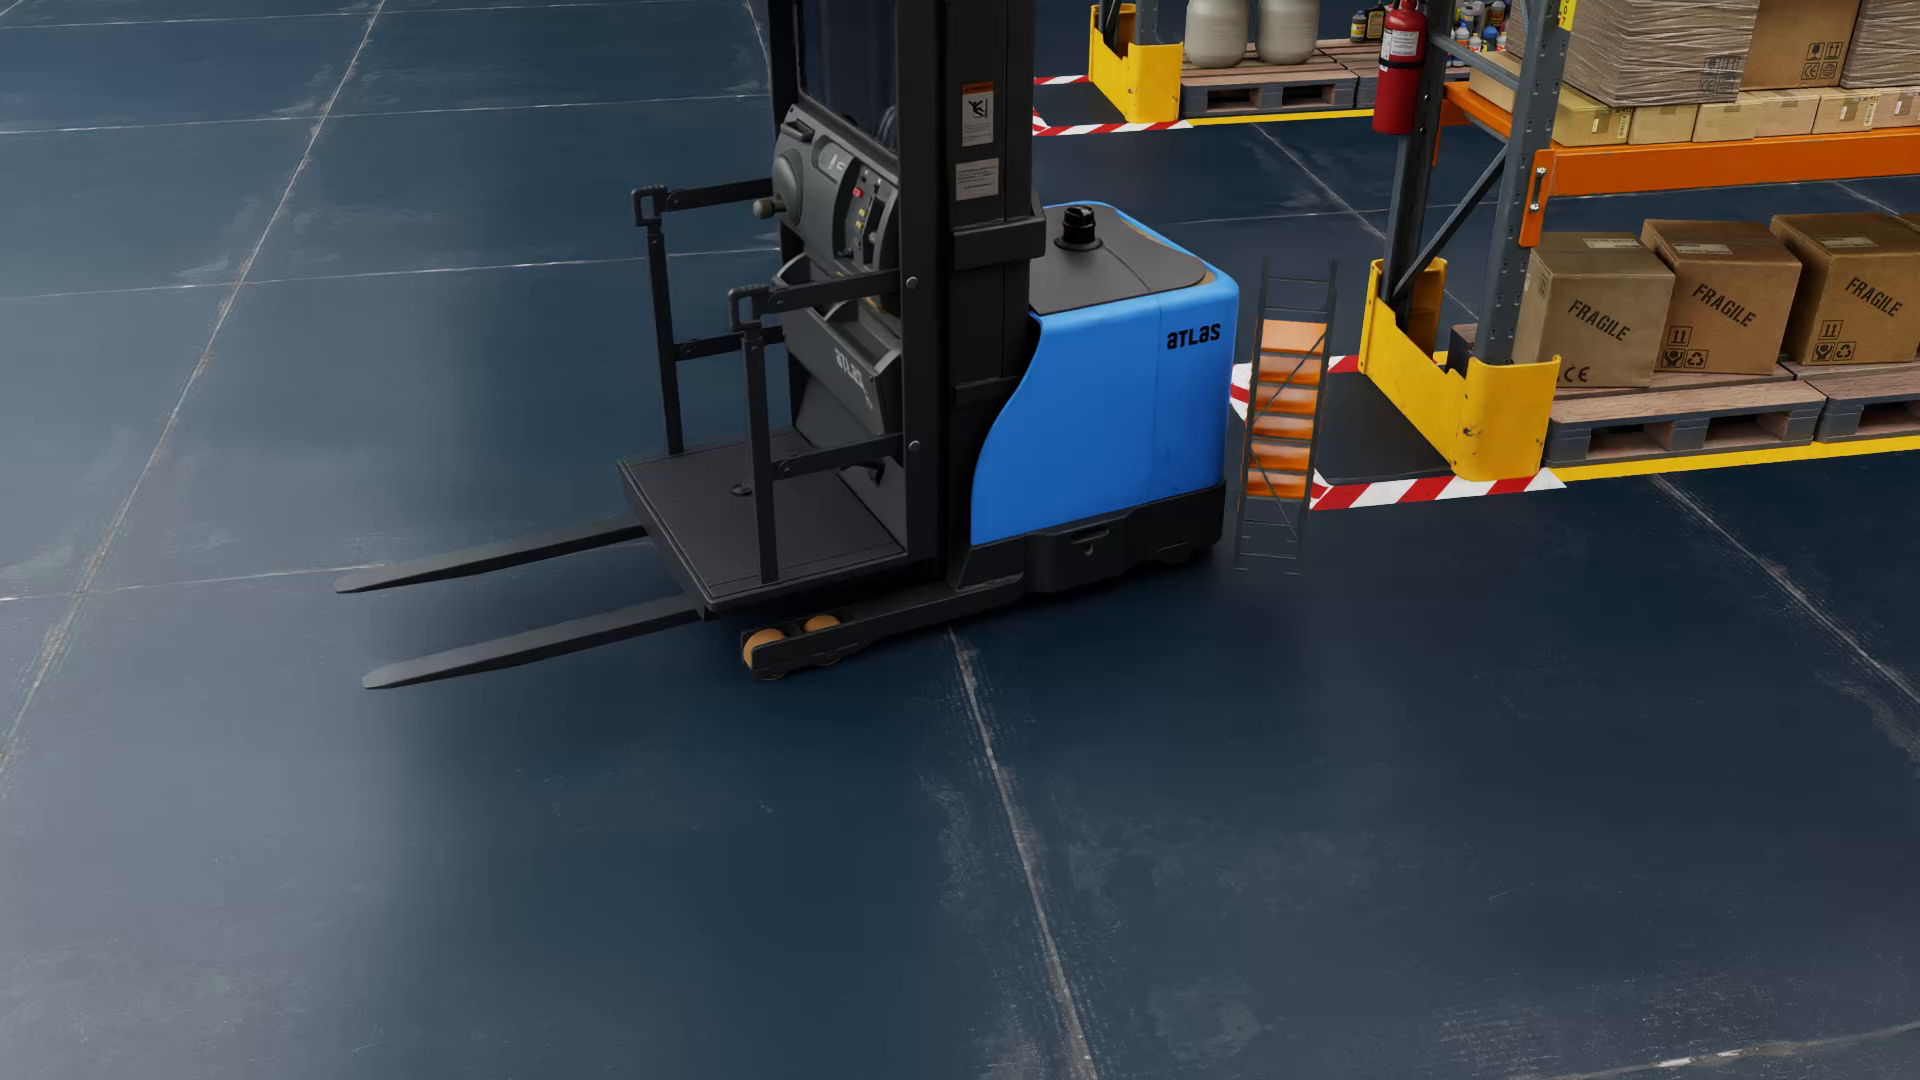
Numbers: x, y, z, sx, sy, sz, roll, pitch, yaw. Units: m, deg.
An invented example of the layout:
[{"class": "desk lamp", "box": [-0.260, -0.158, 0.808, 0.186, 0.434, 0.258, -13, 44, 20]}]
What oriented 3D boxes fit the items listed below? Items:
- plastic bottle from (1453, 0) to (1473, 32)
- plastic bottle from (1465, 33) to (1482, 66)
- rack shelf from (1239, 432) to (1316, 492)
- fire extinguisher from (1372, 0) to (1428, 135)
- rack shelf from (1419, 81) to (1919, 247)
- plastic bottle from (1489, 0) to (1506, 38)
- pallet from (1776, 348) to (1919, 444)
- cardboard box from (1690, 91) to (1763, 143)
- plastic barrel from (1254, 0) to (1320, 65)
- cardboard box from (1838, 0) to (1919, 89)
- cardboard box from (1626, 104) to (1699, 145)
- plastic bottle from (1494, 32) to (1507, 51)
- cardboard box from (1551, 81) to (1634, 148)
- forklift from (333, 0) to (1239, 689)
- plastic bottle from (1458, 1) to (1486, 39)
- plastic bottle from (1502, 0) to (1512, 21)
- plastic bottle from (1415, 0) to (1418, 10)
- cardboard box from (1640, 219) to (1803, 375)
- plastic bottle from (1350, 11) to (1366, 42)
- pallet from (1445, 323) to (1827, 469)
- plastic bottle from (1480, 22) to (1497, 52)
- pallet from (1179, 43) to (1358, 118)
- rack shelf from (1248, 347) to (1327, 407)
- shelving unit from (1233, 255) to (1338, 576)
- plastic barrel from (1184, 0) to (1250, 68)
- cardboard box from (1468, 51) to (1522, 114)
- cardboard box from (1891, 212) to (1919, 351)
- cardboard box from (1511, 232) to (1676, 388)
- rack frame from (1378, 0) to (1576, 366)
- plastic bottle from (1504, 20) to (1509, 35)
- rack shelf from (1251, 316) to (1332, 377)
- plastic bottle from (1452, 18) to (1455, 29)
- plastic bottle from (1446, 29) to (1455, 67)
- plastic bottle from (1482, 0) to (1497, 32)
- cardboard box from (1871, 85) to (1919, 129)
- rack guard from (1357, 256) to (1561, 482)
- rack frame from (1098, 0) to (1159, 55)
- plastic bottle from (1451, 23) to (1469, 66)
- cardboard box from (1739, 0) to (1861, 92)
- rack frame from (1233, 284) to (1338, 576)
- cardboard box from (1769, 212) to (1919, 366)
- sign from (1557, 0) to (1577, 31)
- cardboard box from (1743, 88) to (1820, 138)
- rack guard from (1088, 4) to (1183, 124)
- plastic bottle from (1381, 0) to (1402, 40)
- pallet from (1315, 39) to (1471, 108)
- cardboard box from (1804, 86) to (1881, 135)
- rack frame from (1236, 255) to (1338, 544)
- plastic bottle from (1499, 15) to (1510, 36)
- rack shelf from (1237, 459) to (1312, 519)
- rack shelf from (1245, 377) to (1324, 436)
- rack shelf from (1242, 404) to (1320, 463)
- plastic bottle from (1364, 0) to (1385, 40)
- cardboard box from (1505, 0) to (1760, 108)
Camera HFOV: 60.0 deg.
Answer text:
[{"class": "plastic bottle", "box": [3.572, -3.780, 11.898, 0.185, 0.351, 0.144, -6, 31, -9]}, {"class": "plastic bottle", "box": [3.483, -3.333, 11.285, 0.097, 0.201, 0.097, 0, 30, 0]}, {"class": "rack shelf", "box": [1.117, -0.275, 5.837, 0.258, 0.103, 0.180, 5, 40, 9]}, {"class": "fire extinguisher", "box": [1.807, -2.006, 6.779, 0.183, 0.674, 0.296, -5, 31, -9]}, {"class": "rack shelf", "box": [3.970, -1.693, 6.879, 4.000, 0.370, 1.077, -5, 31, -9]}, {"class": "plastic bottle", "box": [3.853, -3.752, 11.930, 0.097, 0.271, 0.097, 0, 30, 0]}, {"class": "pallet", "box": [4.080, -0.791, 7.388, 1.213, 0.211, 1.003, -5, 31, -9]}, {"class": "cardboard box", "box": [2.824, -1.648, 6.341, 0.250, 0.149, 0.380, -5, 31, -9]}, {"class": "plastic barrel", "box": [2.237, -3.542, 11.355, 0.421, 0.512, 0.421, 0, 30, 0]}, {"class": "cardboard box", "box": [3.518, -2.158, 6.568, 0.500, 0.500, 0.875, -5, 31, -9]}, {"class": "cardboard box", "box": [2.575, -1.632, 6.315, 0.250, 0.149, 0.380, -5, 31, -9]}, {"class": "plastic bottle", "box": [3.685, -3.351, 11.317, 0.097, 0.201, 0.097, 0, 30, 0]}, {"class": "cardboard box", "box": [2.326, -1.619, 6.292, 0.250, 0.149, 0.380, -5, 31, -9]}, {"class": "forklift", "box": [-0.589, -1.108, 5.243, 3.031, 2.935, 1.130, -14, 33, -22]}, {"class": "plastic bottle", "box": [3.624, -3.676, 11.795, 0.135, 0.276, 0.152, -5, 31, -9]}, {"class": "plastic bottle", "box": [3.991, -3.819, 11.964, 0.185, 0.351, 0.144, -7, 31, -11]}, {"class": "plastic bottle", "box": [3.227, -3.713, 11.859, 0.135, 0.276, 0.152, -6, 31, -10]}, {"class": "cardboard box", "box": [3.202, -1.044, 7.118, 0.500, 0.500, 0.500, 2, 31, 4]}, {"class": "plastic bottle", "box": [2.838, -3.659, 11.841, 0.097, 0.201, 0.097, 0, 30, 0]}, {"class": "pallet", "box": [2.883, -0.682, 7.201, 1.213, 0.211, 1.003, -5, 31, -9]}, {"class": "plastic bottle", "box": [3.585, -3.372, 11.284, 0.097, 0.271, 0.097, 0, 30, 0]}, {"class": "pallet", "box": [1.977, -3.190, 11.466, 1.213, 0.211, 1.003, -5, 31, -9]}, {"class": "rack shelf", "box": [1.106, -0.551, 5.607, 0.258, 0.103, 0.180, 5, 40, 9]}, {"class": "shelving unit", "box": [1.112, -0.401, 5.732, 0.258, 1.200, 0.189, 5, 40, 9]}, {"class": "plastic barrel", "box": [1.744, -3.496, 11.277, 0.421, 0.512, 0.421, 0, 30, 0]}, {"class": "cardboard box", "box": [2.246, -1.841, 6.669, 0.250, 0.149, 0.380, -5, 31, -9]}, {"class": "cardboard box", "box": [4.378, -1.120, 7.248, 0.500, 0.500, 0.500, -8, 31, -13]}, {"class": "cardboard box", "box": [2.620, -0.972, 6.996, 0.500, 0.500, 0.500, 0, 30, 0]}, {"class": "rack frame", "box": [2.002, -1.820, 6.386, 0.127, 3.000, 1.000, -5, 31, -9]}, {"class": "plastic bottle", "box": [3.796, -3.408, 11.340, 0.135, 0.276, 0.152, -5, 31, -8]}, {"class": "rack shelf", "box": [1.102, -0.643, 5.530, 0.258, 0.103, 0.180, 5, 40, 9]}, {"class": "plastic bottle", "box": [3.454, -3.642, 11.812, 0.097, 0.201, 0.097, 0, 30, 0]}, {"class": "plastic bottle", "box": [3.287, -3.345, 11.237, 0.097, 0.271, 0.097, 0, 30, 0]}, {"class": "plastic bottle", "box": [3.821, -3.795, 11.991, 0.133, 0.283, 0.061, -4, 31, -7]}, {"class": "cardboard box", "box": [3.554, -1.737, 6.492, 0.250, 0.149, 0.380, -5, 31, -9]}, {"class": "rack guard", "box": [2.077, -0.750, 7.032, 0.348, 0.500, 1.175, -5, 31, -9]}, {"class": "rack frame", "box": [1.110, -4.290, 10.586, 0.127, 3.000, 1.000, -5, 31, -9]}, {"class": "plastic bottle", "box": [3.385, -3.354, 11.252, 0.097, 0.271, 0.097, 0, 30, 0]}, {"class": "cardboard box", "box": [3.019, -2.134, 6.527, 0.500, 0.500, 0.875, -5, 31, -9]}, {"class": "rack frame", "box": [1.095, -0.343, 5.663, 0.240, 1.200, 0.006, 5, 40, 9]}, {"class": "cardboard box", "box": [3.821, -1.092, 7.199, 0.500, 0.500, 0.500, -3, 31, -4]}, {"class": "sign", "box": [2.100, -1.923, 5.707, 0.005, 0.325, 0.100, -5, 31, -9]}, {"class": "cardboard box", "box": [3.066, -1.681, 6.397, 0.250, 0.149, 0.380, -5, 31, -9]}, {"class": "rack guard", "box": [1.177, -3.243, 11.271, 0.348, 0.500, 1.175, -5, 31, -9]}, {"class": "plastic bottle", "box": [3.091, -3.701, 11.838, 0.135, 0.276, 0.152, -5, 31, -9]}, {"class": "pallet", "box": [3.174, -3.299, 11.653, 1.213, 0.211, 1.003, -5, 31, -9]}, {"class": "cardboard box", "box": [3.313, -1.700, 6.430, 0.250, 0.149, 0.380, -5, 31, -9]}, {"class": "rack frame", "box": [1.128, -0.459, 5.801, 0.240, 1.200, 0.006, 5, 40, 9]}, {"class": "plastic bottle", "box": [3.777, -3.464, 11.428, 0.133, 0.283, 0.061, -5, 31, -9]}, {"class": "rack shelf", "box": [1.120, -0.183, 5.914, 0.258, 0.103, 0.180, 5, 40, 9]}, {"class": "rack shelf", "box": [1.109, -0.459, 5.684, 0.258, 0.103, 0.180, 5, 40, 9]}, {"class": "rack shelf", "box": [1.113, -0.367, 5.761, 0.258, 0.103, 0.180, 5, 40, 9]}, {"class": "plastic bottle", "box": [2.950, -3.714, 11.854, 0.133, 0.283, 0.061, -5, 31, -8]}, {"class": "cardboard box", "box": [2.548, -2.028, 6.348, 0.500, 0.500, 0.875, -5, 31, -9]}]
